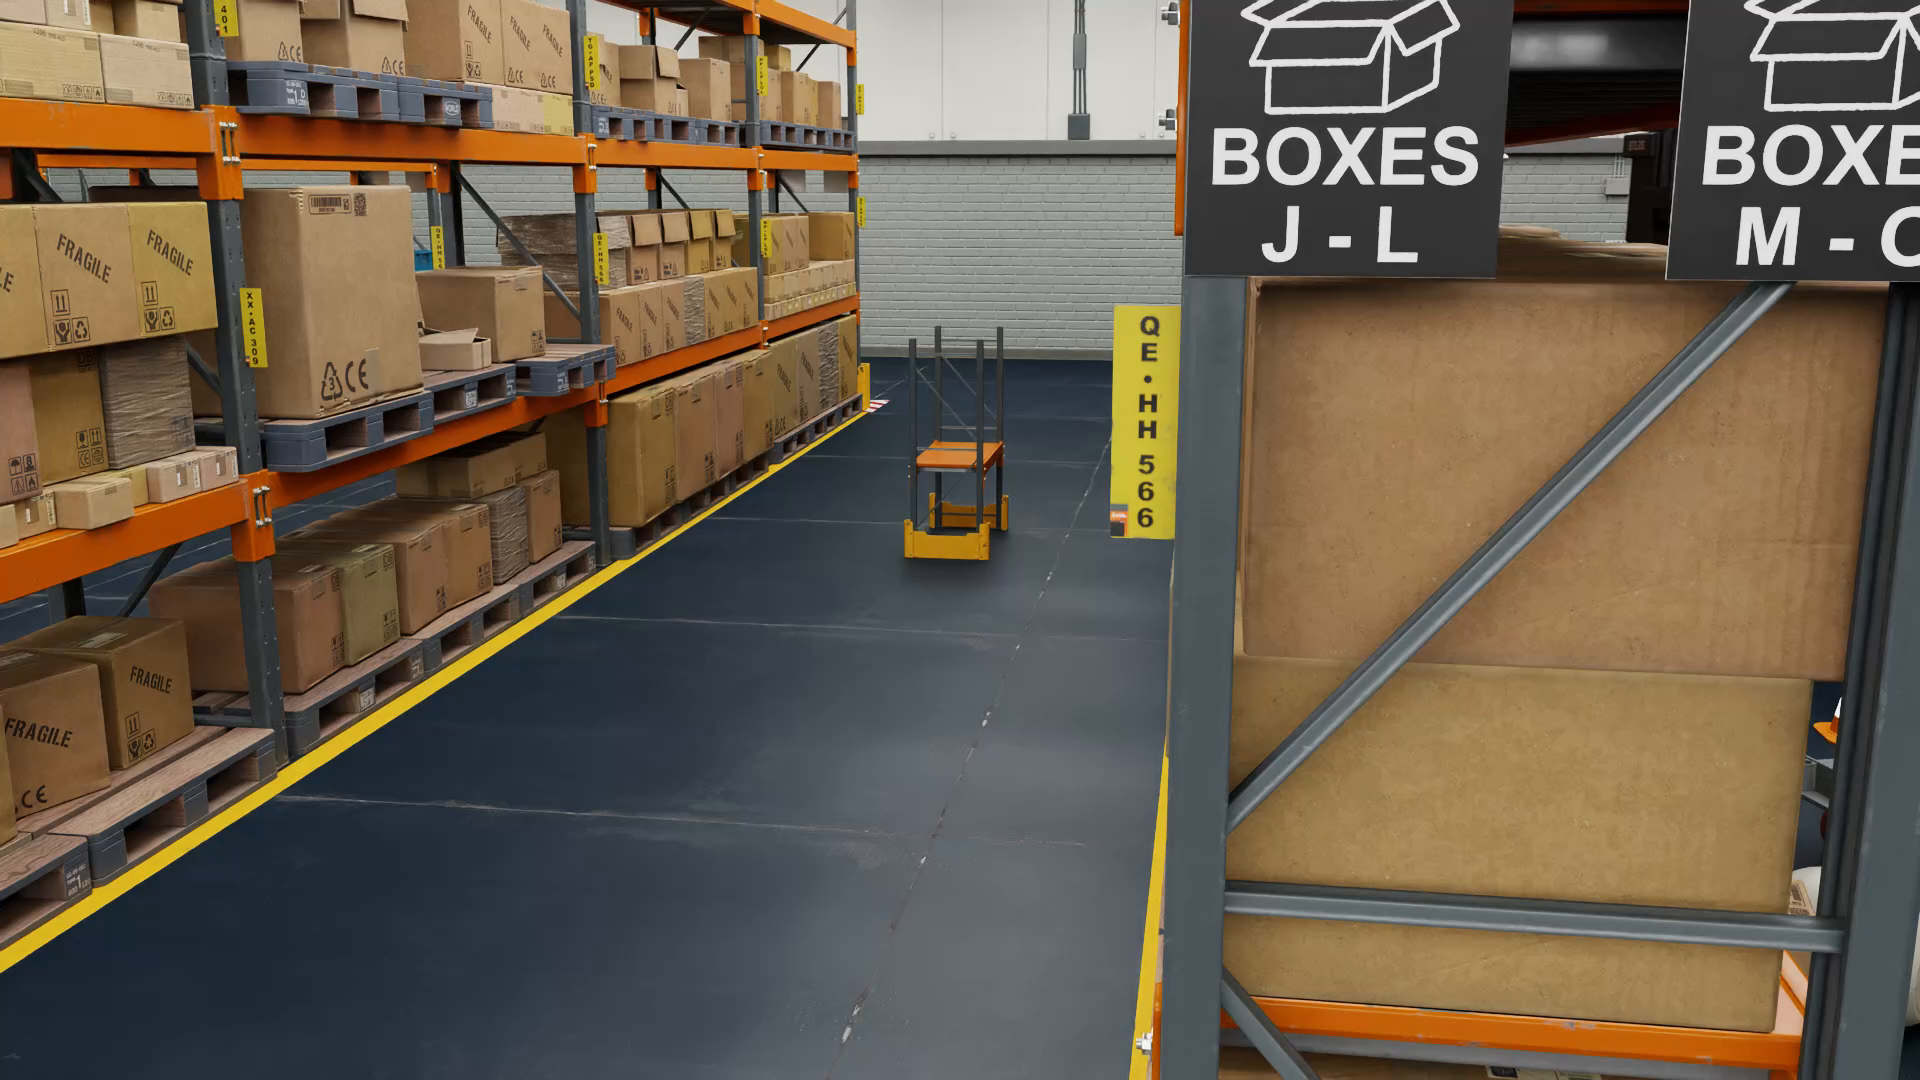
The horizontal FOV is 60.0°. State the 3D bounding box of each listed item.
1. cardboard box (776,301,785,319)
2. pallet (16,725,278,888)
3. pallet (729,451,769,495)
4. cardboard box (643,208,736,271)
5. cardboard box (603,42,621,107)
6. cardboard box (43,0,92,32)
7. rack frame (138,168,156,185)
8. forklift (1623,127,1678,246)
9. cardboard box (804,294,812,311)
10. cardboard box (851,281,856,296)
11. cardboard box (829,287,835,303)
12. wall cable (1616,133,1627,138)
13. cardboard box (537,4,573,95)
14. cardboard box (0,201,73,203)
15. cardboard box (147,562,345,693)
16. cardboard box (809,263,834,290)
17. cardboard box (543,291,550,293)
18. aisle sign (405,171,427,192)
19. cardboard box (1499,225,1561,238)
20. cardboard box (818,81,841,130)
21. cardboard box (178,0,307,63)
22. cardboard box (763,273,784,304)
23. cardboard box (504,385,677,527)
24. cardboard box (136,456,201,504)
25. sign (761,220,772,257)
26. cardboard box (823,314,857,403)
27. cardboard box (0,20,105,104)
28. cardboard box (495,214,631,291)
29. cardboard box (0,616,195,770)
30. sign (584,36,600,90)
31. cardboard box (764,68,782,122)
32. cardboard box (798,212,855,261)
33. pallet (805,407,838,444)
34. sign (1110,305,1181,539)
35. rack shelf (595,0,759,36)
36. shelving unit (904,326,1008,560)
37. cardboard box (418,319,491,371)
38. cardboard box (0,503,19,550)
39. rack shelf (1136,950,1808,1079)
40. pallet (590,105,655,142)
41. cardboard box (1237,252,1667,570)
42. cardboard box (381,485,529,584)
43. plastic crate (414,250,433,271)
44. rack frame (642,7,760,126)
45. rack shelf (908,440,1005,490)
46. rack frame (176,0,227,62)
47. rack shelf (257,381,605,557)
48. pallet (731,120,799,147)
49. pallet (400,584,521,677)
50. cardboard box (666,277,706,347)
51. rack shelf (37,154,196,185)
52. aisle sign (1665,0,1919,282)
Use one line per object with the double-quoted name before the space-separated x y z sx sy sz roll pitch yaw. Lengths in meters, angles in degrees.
"cardboard box" -1.830 -2.122 15.315 0.380 0.149 0.250 1 12 7
"pallet" -3.543 1.030 6.711 1.003 0.211 1.213 2 12 9
"pallet" -2.289 -0.613 14.336 1.003 0.211 1.213 2 12 9
"cardboard box" -2.334 -2.545 14.065 0.797 0.503 0.637 2 12 7
"cardboard box" -2.791 -3.339 12.012 0.500 0.500 0.500 3 12 12
"cardboard box" -3.324 -1.877 5.873 0.380 0.149 0.250 1 12 6
"rack frame" -7.138 -2.300 15.544 1.000 3.000 0.127 2 12 9
"forklift" 4.347 -0.889 9.162 1.130 2.935 3.031 -1 12 -6
"cardboard box" -1.671 -2.337 16.313 0.380 0.149 0.250 2 12 9
"cardboard box" -1.359 -2.764 18.296 0.380 0.149 0.250 2 12 10
"cardboard box" -1.514 -2.552 17.309 0.380 0.149 0.250 2 12 7
"wall cable" 8.759 -6.777 22.078 0.463 3.000 0.029 2 12 9
"cardboard box" -2.686 -2.959 10.058 0.500 0.500 0.500 2 12 10
"cardboard box" -3.795 -1.071 6.528 0.500 0.500 0.500 2 12 9
"cardboard box" -3.359 0.406 7.879 0.700 0.500 0.500 1 12 4
"cardboard box" -1.598 -2.723 17.158 0.500 0.250 0.500 1 12 7
"cardboard box" -3.028 -1.466 11.439 0.500 0.500 0.500 2 12 10
"aisle sign" -6.223 -4.409 19.159 0.394 0.787 0.004 2 12 9
"cardboard box" 1.350 -0.699 5.199 0.875 0.550 0.550 2 12 9
"cardboard box" -1.656 -4.631 17.771 0.700 0.500 0.500 1 12 5
"cardboard box" -3.305 -2.291 7.140 0.797 0.503 0.637 1 12 6
"cardboard box" -1.913 -2.301 15.198 0.500 0.250 0.500 2 12 8
"cardboard box" -2.733 -0.616 11.778 1.225 0.875 0.875 1 12 6
"cardboard box" -3.265 -0.245 6.606 0.380 0.149 0.250 2 12 9
"sign" -1.707 -2.651 14.613 0.100 0.325 0.005 2 12 9
"cardboard box" -1.649 -2.003 18.212 0.875 0.875 0.875 2 12 9
"cardboard box" -3.377 -1.655 5.789 0.500 0.250 0.500 2 12 10
"cardboard box" -2.731 -1.997 11.523 0.797 0.503 0.637 2 12 11
"cardboard box" -3.576 0.625 6.910 0.500 0.500 0.500 1 12 7
"sign" -2.324 -3.007 10.481 0.100 0.325 0.005 2 12 9
"cardboard box" -2.096 -4.185 15.702 0.700 0.500 0.500 3 12 12
"cardboard box" -1.444 -3.301 18.058 0.500 0.500 0.500 2 12 9
"pallet" -1.865 -1.186 16.997 1.003 0.211 1.213 2 12 9
"sign" 0.262 -0.162 2.313 0.100 0.325 0.005 2 12 9
"rack shelf" -2.552 -4.108 12.353 1.077 0.370 4.000 2 12 9
"shelving unit" -0.012 -0.717 11.762 0.587 1.500 1.083 2 12 9
"cardboard box" -2.849 -1.090 9.254 0.396 0.266 0.258 2 12 7
"cardboard box" -3.459 -0.038 5.646 0.380 0.149 0.250 2 12 9
"rack shelf" 1.103 0.476 4.372 1.077 0.370 4.000 2 12 9
"pallet" -2.813 -2.816 11.269 1.213 0.211 1.003 2 12 11
"cardboard box" 0.884 -0.254 3.133 0.875 0.550 0.550 2 12 9
"cardboard box" -3.015 -0.044 9.965 0.700 0.500 0.500 1 12 4
"plastic crate" -6.390 -3.103 19.046 0.616 0.435 0.499 2 12 9
"rack frame" -2.244 -5.072 14.167 1.000 3.000 0.127 2 12 9
"rack shelf" -0.013 -0.540 11.791 0.538 0.185 1.000 2 12 9
"rack frame" -3.475 -3.406 6.440 1.000 3.000 0.127 2 12 9
"rack shelf" -3.167 -0.538 9.079 1.077 0.370 4.000 2 12 9
"pallet" -2.108 -3.732 15.281 1.003 0.211 1.213 2 12 9
"pallet" -3.171 0.473 9.300 1.003 0.211 1.213 2 12 9
"cardboard box" -2.285 -1.766 12.830 0.500 0.500 0.500 2 12 9
"rack shelf" -7.446 -2.998 13.372 1.077 0.370 4.000 2 12 9
"aisle sign" 1.081 -0.706 1.977 0.394 0.787 0.004 2 12 9
